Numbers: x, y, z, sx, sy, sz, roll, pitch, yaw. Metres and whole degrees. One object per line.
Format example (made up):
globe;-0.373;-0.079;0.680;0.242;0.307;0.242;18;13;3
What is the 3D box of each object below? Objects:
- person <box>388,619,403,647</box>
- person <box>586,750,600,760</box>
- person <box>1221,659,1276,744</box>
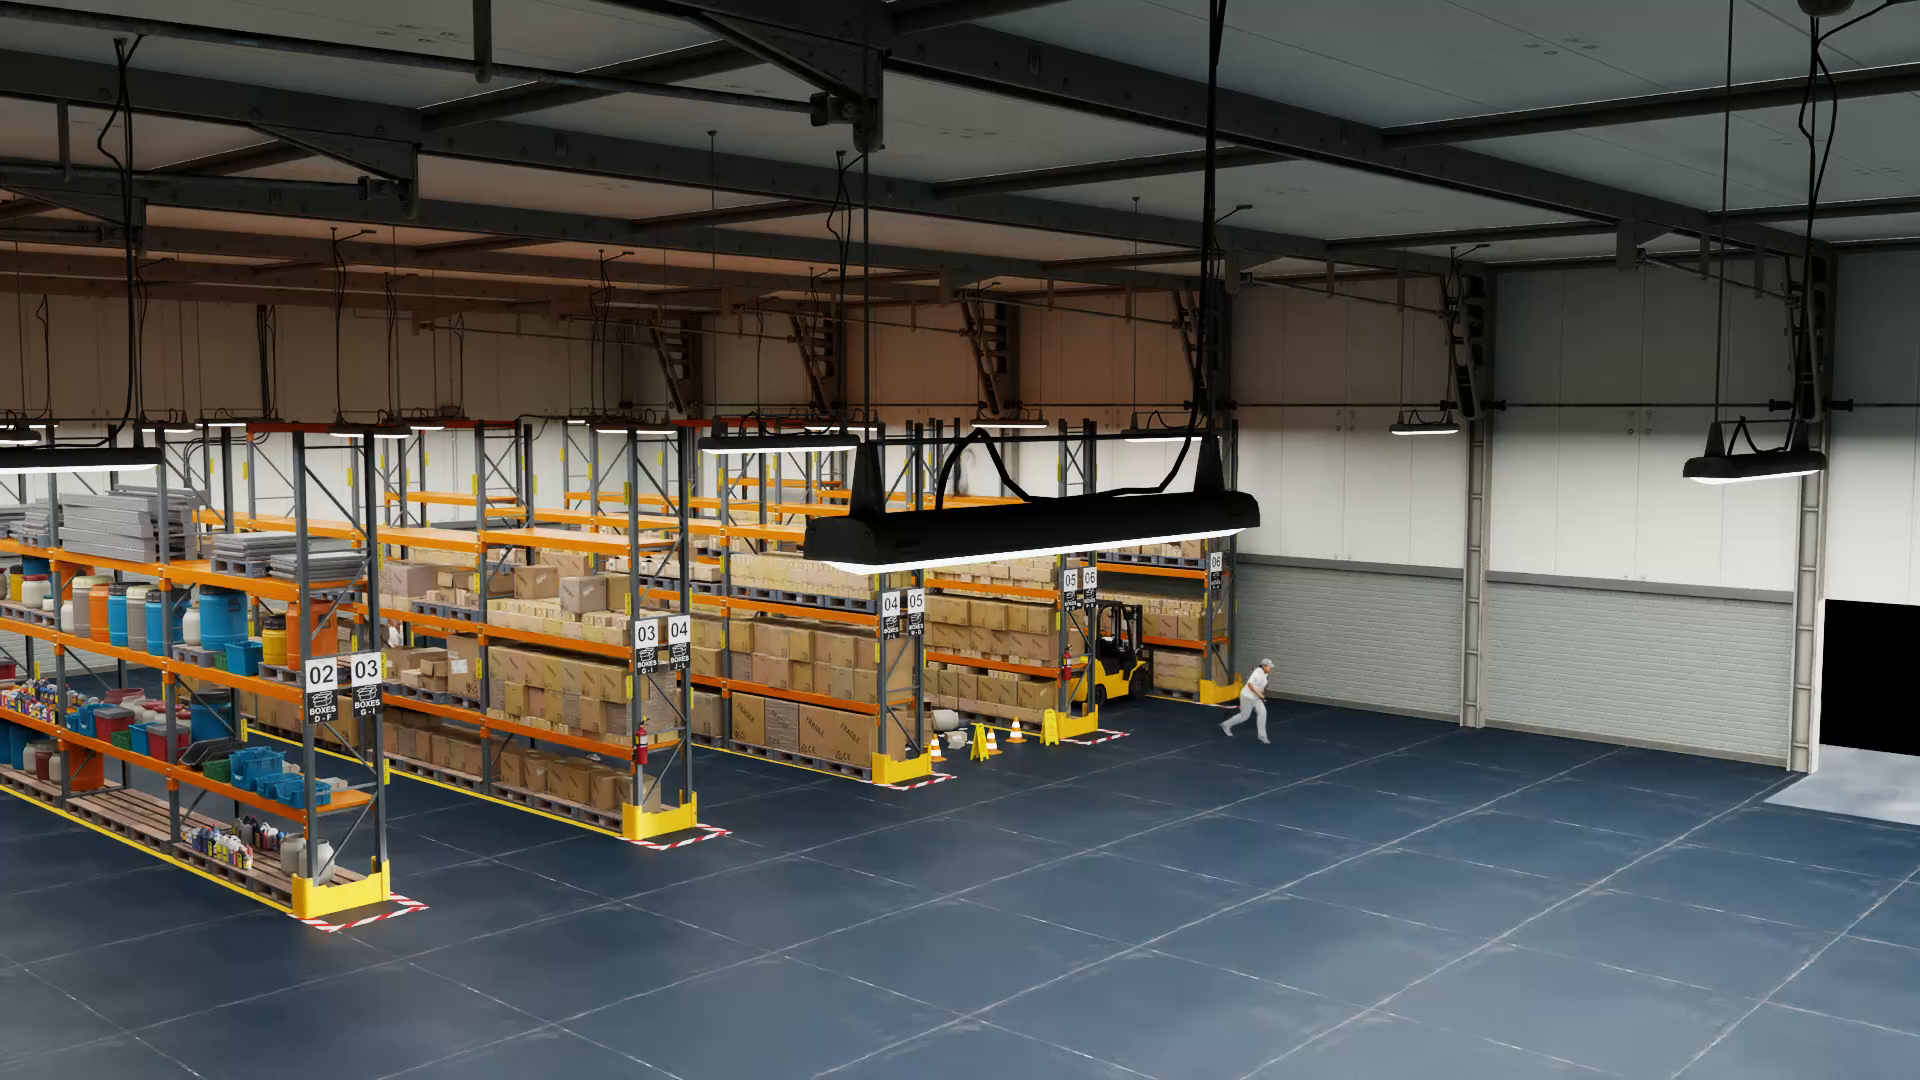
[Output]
person;-12.161;2.564;35.886;0.719;1.702;1.004;-5;7;-45
person;-6.422;3.148;29.606;0.541;1.535;0.542;2;5;25
person;5.419;3.012;31.252;1.027;1.627;0.639;2;5;23
